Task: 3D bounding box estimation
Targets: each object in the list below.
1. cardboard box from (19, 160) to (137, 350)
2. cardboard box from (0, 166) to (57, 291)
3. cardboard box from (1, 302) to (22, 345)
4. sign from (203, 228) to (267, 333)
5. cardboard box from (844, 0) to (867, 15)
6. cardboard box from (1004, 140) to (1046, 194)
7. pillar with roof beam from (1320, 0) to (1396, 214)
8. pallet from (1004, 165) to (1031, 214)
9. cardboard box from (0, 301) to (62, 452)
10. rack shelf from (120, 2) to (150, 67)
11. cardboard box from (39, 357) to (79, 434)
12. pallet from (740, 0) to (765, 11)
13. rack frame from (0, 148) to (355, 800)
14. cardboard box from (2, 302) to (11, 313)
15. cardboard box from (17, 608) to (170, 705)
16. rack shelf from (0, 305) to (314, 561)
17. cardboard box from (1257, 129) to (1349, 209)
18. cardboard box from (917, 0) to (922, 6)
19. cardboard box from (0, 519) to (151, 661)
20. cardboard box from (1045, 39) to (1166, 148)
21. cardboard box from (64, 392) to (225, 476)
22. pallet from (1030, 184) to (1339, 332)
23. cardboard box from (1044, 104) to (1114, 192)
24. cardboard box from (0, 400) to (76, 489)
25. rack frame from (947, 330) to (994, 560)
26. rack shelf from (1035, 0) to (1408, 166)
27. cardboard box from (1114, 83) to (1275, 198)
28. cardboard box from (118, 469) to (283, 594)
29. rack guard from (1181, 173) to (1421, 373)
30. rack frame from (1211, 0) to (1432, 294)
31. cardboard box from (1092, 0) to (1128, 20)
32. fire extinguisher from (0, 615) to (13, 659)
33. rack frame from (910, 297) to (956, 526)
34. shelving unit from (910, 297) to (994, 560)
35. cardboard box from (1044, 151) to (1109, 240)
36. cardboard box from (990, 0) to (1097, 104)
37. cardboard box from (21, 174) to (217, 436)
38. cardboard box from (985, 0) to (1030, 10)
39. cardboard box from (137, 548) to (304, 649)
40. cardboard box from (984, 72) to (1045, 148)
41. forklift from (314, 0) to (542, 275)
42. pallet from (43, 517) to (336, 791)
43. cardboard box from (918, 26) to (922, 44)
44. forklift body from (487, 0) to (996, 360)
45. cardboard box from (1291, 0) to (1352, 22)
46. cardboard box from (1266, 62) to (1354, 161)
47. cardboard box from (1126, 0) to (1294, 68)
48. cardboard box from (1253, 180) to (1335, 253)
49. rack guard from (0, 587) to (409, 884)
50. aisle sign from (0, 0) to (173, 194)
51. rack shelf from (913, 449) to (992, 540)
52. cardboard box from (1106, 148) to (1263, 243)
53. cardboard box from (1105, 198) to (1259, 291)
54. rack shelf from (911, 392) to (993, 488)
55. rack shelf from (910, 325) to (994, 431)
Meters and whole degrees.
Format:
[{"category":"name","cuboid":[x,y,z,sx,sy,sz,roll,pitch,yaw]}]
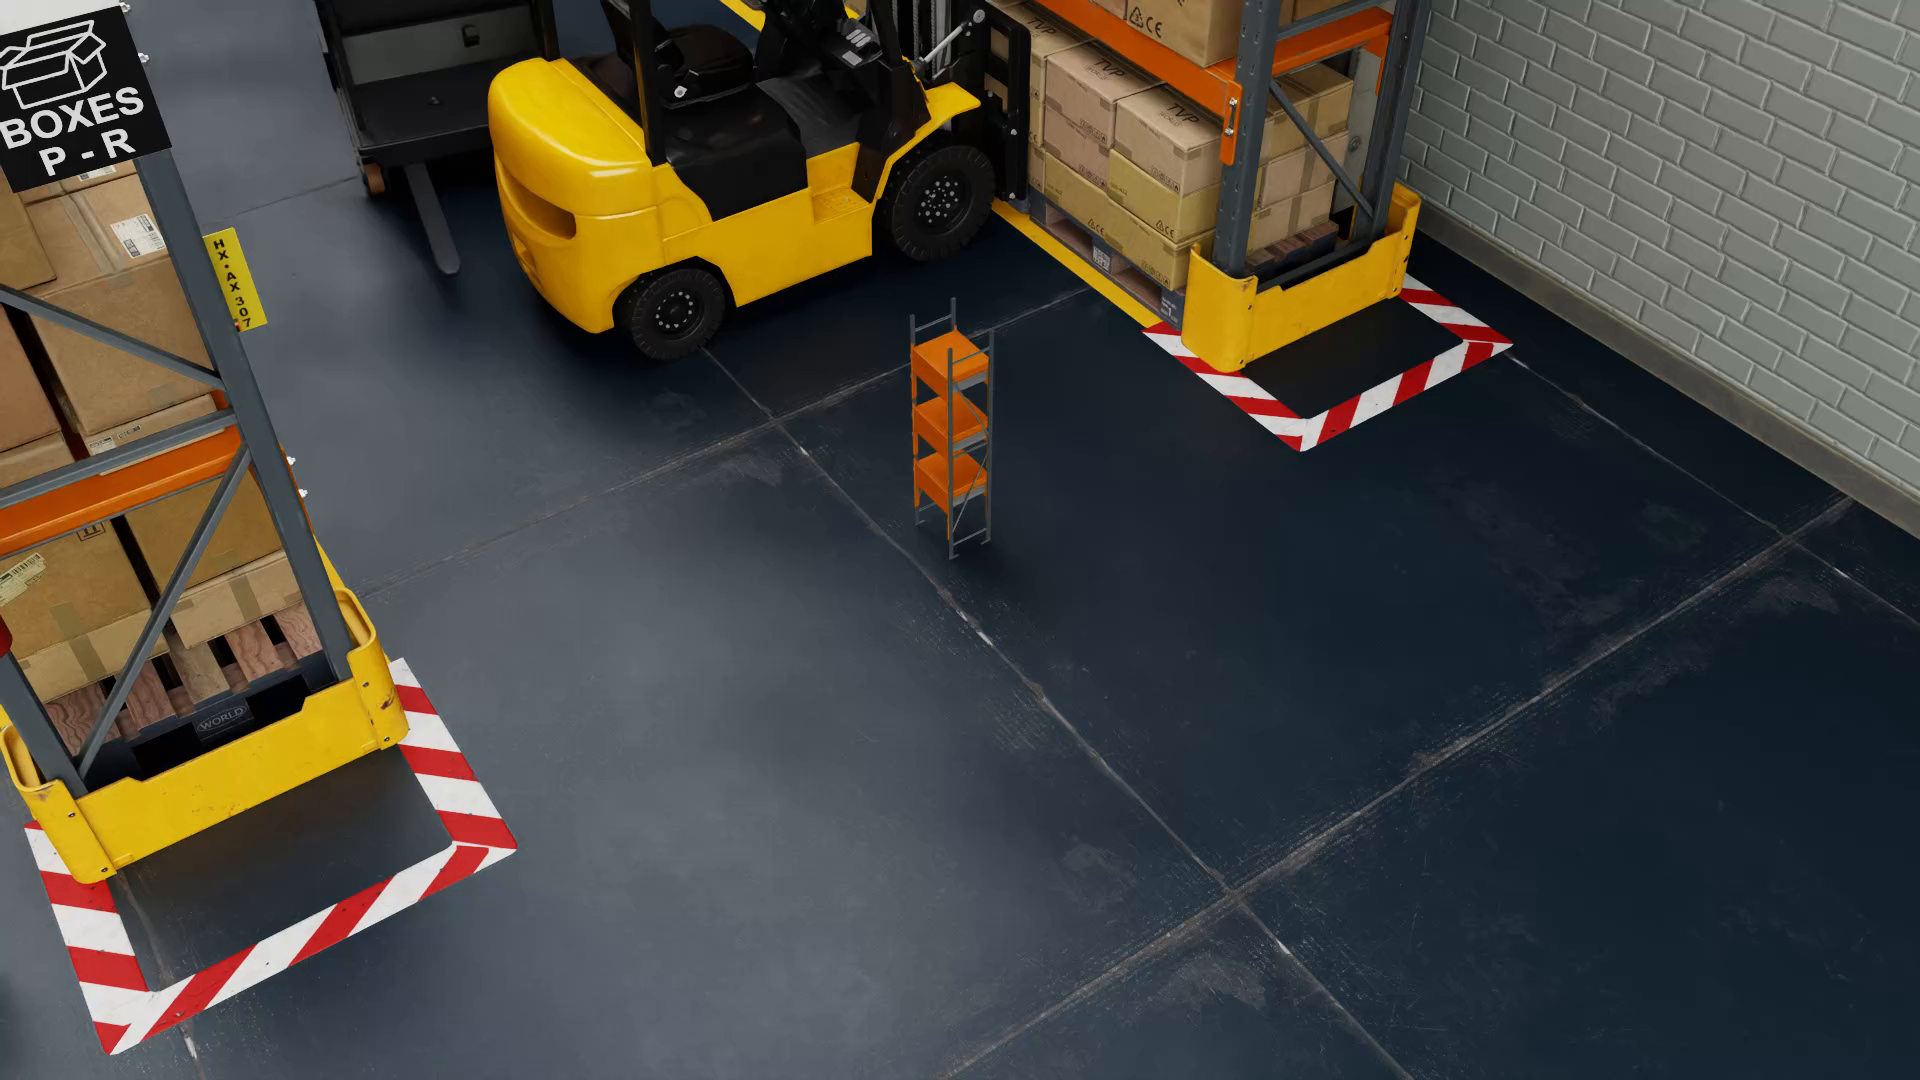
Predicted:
[{"category":"cardboard box","cuboid":[-2.849,-1.018,5.356,0.500,0.500,0.500,-24,49,-23]},{"category":"cardboard box","cuboid":[-2.978,-0.913,4.522,0.700,0.500,0.500,-27,50,-25]},{"category":"cardboard box","cuboid":[-3.325,-0.832,5.162,0.500,0.500,0.500,-26,49,-24]},{"category":"sign","cuboid":[-2.061,-0.732,4.718,0.100,0.325,0.005,-26,49,-24]},{"category":"cardboard box","cuboid":[-0.412,-3.091,9.140,0.500,0.250,0.500,-26,49,-25]},{"category":"cardboard box","cuboid":[0.479,-2.038,8.400,0.500,0.250,0.500,-25,49,-24]},{"category":"pillar with roof beam","cuboid":[-1.627,-3.387,3.781,9.100,9.000,0.400,-26,49,-24]},{"category":"pallet","cuboid":[0.397,-2.266,8.970,1.003,0.211,1.213,-26,49,-24]},{"category":"cardboard box","cuboid":[-3.043,-0.547,4.863,0.500,0.500,0.500,-27,50,-25]},{"category":"rack shelf","cuboid":[-3.650,-2.162,5.191,1.077,0.370,4.000,-26,49,-24]},{"category":"cardboard box","cuboid":[-2.687,-0.525,5.310,0.380,0.149,0.250,-25,49,-24]},{"category":"pallet","cuboid":[-1.179,-3.826,10.605,1.003,0.211,1.213,-26,49,-24]},{"category":"rack frame","cuboid":[-2.506,-0.205,4.792,1.000,3.000,0.127,-26,49,-24]},{"category":"cardboard box","cuboid":[-3.464,-0.829,5.628,0.380,0.149,0.250,-25,49,-24]},{"category":"cardboard box","cuboid":[-3.203,0.273,5.979,0.500,0.250,0.500,-26,49,-25]},{"category":"rack shelf","cuboid":[-3.650,-1.077,6.227,1.077,0.370,4.000,-26,49,-24]},{"category":"cardboard box","cuboid":[1.464,-1.854,7.845,0.500,0.250,0.500,-25,49,-24]},{"category":"cardboard box","cuboid":[-0.128,-2.983,8.666,0.500,0.250,0.500,-24,49,-23]},{"category":"cardboard box","cuboid":[-3.179,0.016,5.705,0.500,0.500,0.500,-25,49,-24]},{"category":"cardboard box","cuboid":[0.747,-2.111,7.752,0.500,0.250,0.500,-25,49,-24]},{"category":"cardboard box","cuboid":[-2.531,-0.388,5.166,0.380,0.149,0.250,-26,49,-24]},{"category":"pallet","cuboid":[1.091,-1.575,8.247,1.003,0.211,1.213,-26,49,-24]},{"category":"cardboard box","cuboid":[0.750,-1.946,7.941,0.500,0.250,0.500,-26,50,-25]},{"category":"cardboard box","cuboid":[-2.896,-0.241,5.012,0.380,0.149,0.250,-24,49,-23]},{"category":"rack frame","cuboid":[0.039,-0.341,6.347,0.200,1.050,0.008,-26,49,-24]},{"category":"rack shelf","cuboid":[0.419,-3.040,8.283,1.077,0.370,4.000,-26,49,-24]},{"category":"cardboard box","cuboid":[1.044,-1.824,7.451,0.500,0.250,0.500,-24,49,-23]},{"category":"cardboard box","cuboid":[-2.755,-0.212,5.944,0.500,0.500,0.500,-27,50,-26]},{"category":"rack guard","cuboid":[1.577,-1.250,7.697,1.175,0.500,0.348,-26,49,-24]},{"category":"rack frame","cuboid":[1.563,-2.167,6.848,1.000,3.000,0.127,-26,49,-24]},{"category":"cardboard box","cuboid":[0.777,-2.676,7.309,0.500,0.500,0.500,-24,49,-23]},{"category":"fire extinguisher","cuboid":[-2.819,0.070,4.560,0.296,0.674,0.183,-26,49,-24]},{"category":"rack frame","cuboid":[-0.100,-0.479,6.492,0.200,1.050,0.008,-26,49,-24]},{"category":"shelving unit","cuboid":[-0.031,-0.410,6.419,0.215,1.050,0.252,-26,49,-24]},{"category":"cardboard box","cuboid":[0.758,-1.751,8.100,0.500,0.250,0.500,-26,49,-24]},{"category":"cardboard box","cuboid":[0.450,-2.393,8.047,0.500,0.250,0.500,-25,49,-24]},{"category":"cardboard box","cuboid":[-2.550,-0.726,5.050,0.500,0.500,0.500,-26,50,-25]},{"category":"cardboard box","cuboid":[0.166,-2.683,8.351,0.500,0.250,0.500,-27,50,-25]},{"category":"cardboard box","cuboid":[-2.741,0.072,6.189,0.500,0.250,0.500,-26,49,-25]},{"category":"cardboard box","cuboid":[0.437,-2.230,8.239,0.500,0.250,0.500,-27,50,-25]},{"category":"forklift","cuboid":[-2.674,-3.184,7.962,1.130,2.935,3.031,-16,46,-17]},{"category":"pallet","cuboid":[-2.986,0.287,6.297,1.003,0.211,1.213,-26,49,-24]},{"category":"cardboard box","cuboid":[-0.134,-2.801,8.837,0.500,0.250,0.500,-26,50,-25]},{"category":"forklift body","cuboid":[-1.018,-2.214,7.511,2.313,2.155,1.214,-26,49,-24]},{"category":"cardboard box","cuboid":[1.507,-2.594,7.222,0.500,0.500,0.500,-24,49,-23]},{"category":"cardboard box","cuboid":[1.443,-2.033,7.671,0.500,0.250,0.500,-26,50,-25]},{"category":"cardboard box","cuboid":[1.066,-2.379,6.997,0.500,0.500,0.500,-27,50,-25]},{"category":"cardboard box","cuboid":[1.442,-1.680,8.025,0.500,0.250,0.500,-26,49,-24]},{"category":"rack guard","cuboid":[-2.550,0.657,5.700,1.175,0.500,0.348,-26,49,-24]},{"category":"aisle sign","cuboid":[-2.217,-1.232,3.986,0.394,0.787,0.004,-26,49,-24]},{"category":"rack shelf","cuboid":[-0.031,-0.201,6.618,0.215,0.259,0.240,-26,49,-24]},{"category":"cardboard box","cuboid":[1.028,-1.658,7.639,0.500,0.250,0.500,-26,50,-25]},{"category":"cardboard box","cuboid":[1.035,-1.466,7.801,0.500,0.250,0.500,-25,49,-24]},{"category":"rack shelf","cuboid":[-0.031,-0.402,6.427,0.215,0.259,0.240,-26,49,-24]},{"category":"rack shelf","cuboid":[-0.031,-0.608,6.231,0.215,0.259,0.240,-26,49,-24]}]
